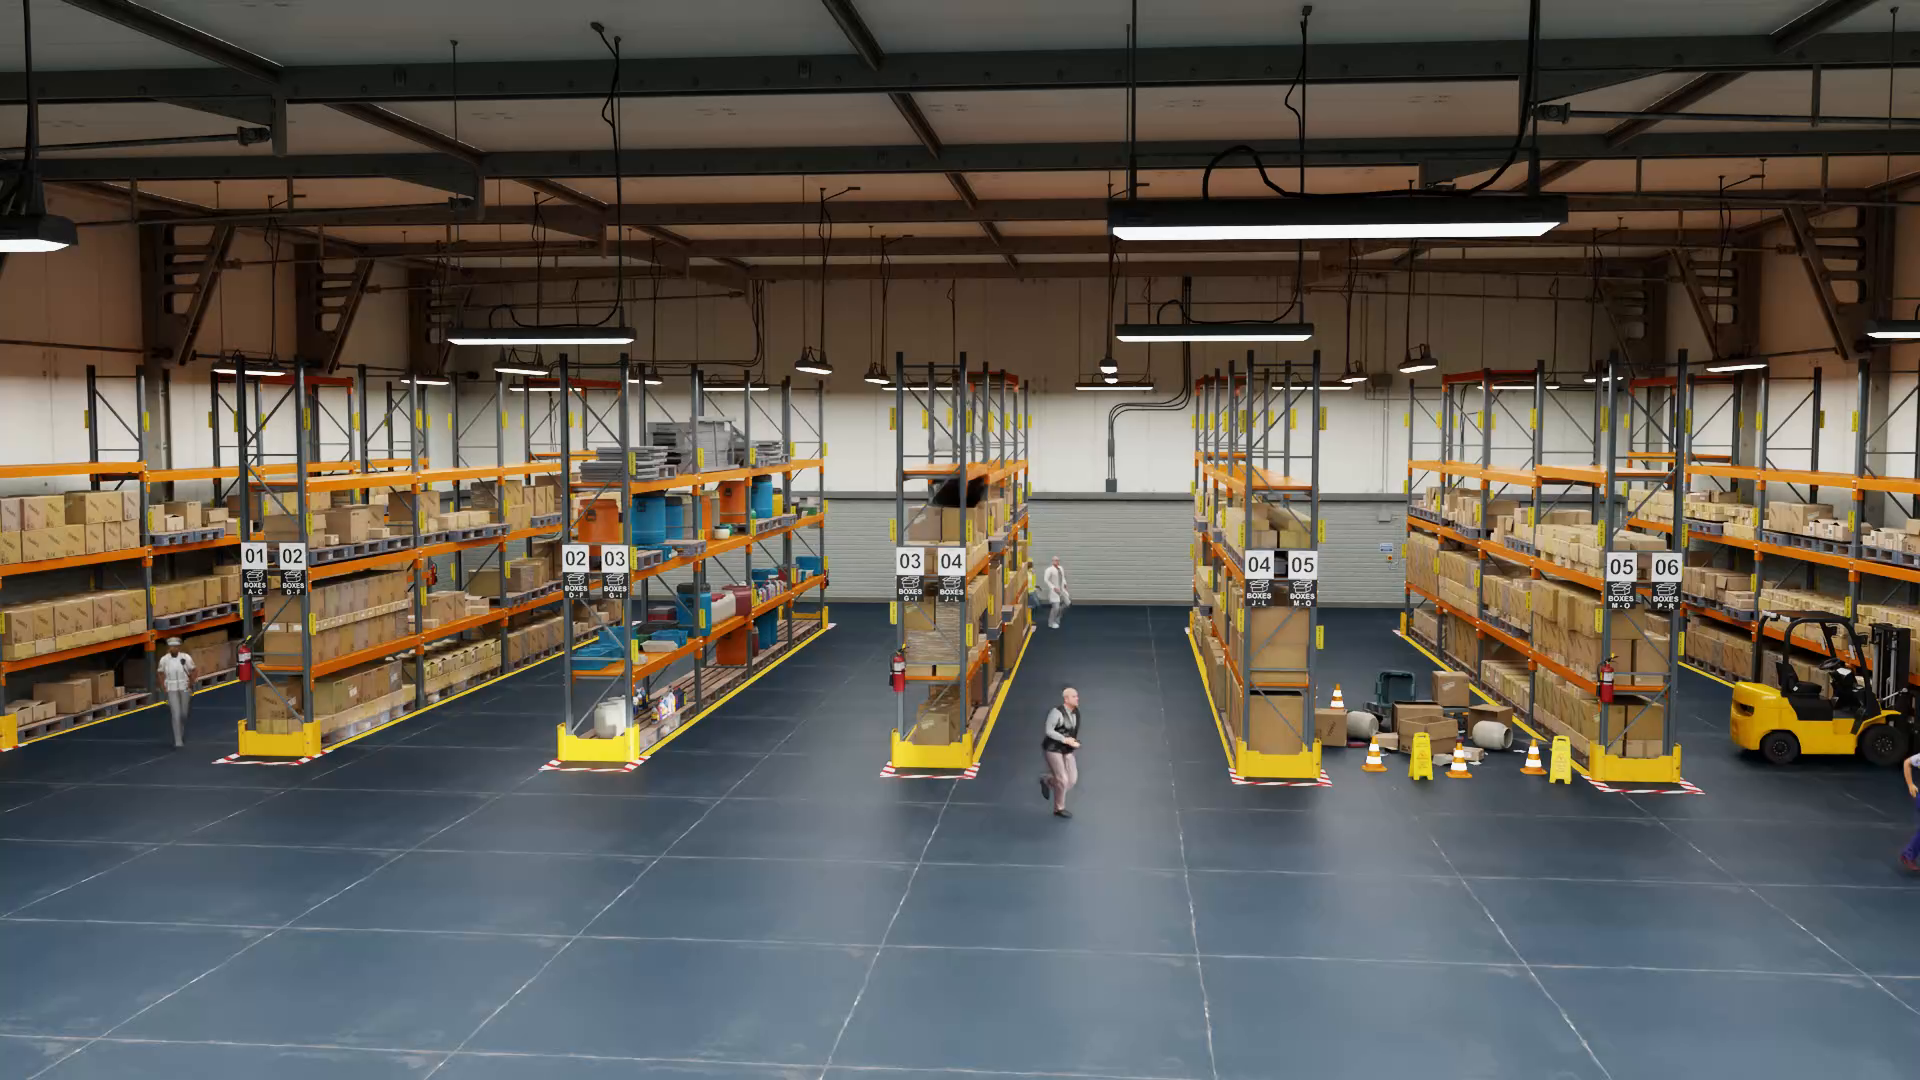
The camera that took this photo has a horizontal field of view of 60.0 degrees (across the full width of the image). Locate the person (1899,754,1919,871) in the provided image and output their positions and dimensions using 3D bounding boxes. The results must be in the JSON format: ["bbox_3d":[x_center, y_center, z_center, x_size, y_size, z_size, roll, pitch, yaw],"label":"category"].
[{"bbox_3d":[10.613,2.918,18.119,0.584,1.635,0.903,-1,4,-17],"label":"person"}]

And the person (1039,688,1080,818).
[{"bbox_3d":[1.271,2.686,21.061,0.646,1.665,0.746,-4,6,-43],"label":"person"}]

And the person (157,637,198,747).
[{"bbox_3d":[-12.184,2.343,25.870,0.550,1.701,0.699,-2,5,-27],"label":"person"}]

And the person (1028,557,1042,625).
[{"bbox_3d":[1.710,1.259,40.835,0.533,1.706,0.753,2,4,21],"label":"person"}]

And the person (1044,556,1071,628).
[{"bbox_3d":[2.367,1.264,40.362,0.728,1.740,0.592,-3,5,-40],"label":"person"}]
